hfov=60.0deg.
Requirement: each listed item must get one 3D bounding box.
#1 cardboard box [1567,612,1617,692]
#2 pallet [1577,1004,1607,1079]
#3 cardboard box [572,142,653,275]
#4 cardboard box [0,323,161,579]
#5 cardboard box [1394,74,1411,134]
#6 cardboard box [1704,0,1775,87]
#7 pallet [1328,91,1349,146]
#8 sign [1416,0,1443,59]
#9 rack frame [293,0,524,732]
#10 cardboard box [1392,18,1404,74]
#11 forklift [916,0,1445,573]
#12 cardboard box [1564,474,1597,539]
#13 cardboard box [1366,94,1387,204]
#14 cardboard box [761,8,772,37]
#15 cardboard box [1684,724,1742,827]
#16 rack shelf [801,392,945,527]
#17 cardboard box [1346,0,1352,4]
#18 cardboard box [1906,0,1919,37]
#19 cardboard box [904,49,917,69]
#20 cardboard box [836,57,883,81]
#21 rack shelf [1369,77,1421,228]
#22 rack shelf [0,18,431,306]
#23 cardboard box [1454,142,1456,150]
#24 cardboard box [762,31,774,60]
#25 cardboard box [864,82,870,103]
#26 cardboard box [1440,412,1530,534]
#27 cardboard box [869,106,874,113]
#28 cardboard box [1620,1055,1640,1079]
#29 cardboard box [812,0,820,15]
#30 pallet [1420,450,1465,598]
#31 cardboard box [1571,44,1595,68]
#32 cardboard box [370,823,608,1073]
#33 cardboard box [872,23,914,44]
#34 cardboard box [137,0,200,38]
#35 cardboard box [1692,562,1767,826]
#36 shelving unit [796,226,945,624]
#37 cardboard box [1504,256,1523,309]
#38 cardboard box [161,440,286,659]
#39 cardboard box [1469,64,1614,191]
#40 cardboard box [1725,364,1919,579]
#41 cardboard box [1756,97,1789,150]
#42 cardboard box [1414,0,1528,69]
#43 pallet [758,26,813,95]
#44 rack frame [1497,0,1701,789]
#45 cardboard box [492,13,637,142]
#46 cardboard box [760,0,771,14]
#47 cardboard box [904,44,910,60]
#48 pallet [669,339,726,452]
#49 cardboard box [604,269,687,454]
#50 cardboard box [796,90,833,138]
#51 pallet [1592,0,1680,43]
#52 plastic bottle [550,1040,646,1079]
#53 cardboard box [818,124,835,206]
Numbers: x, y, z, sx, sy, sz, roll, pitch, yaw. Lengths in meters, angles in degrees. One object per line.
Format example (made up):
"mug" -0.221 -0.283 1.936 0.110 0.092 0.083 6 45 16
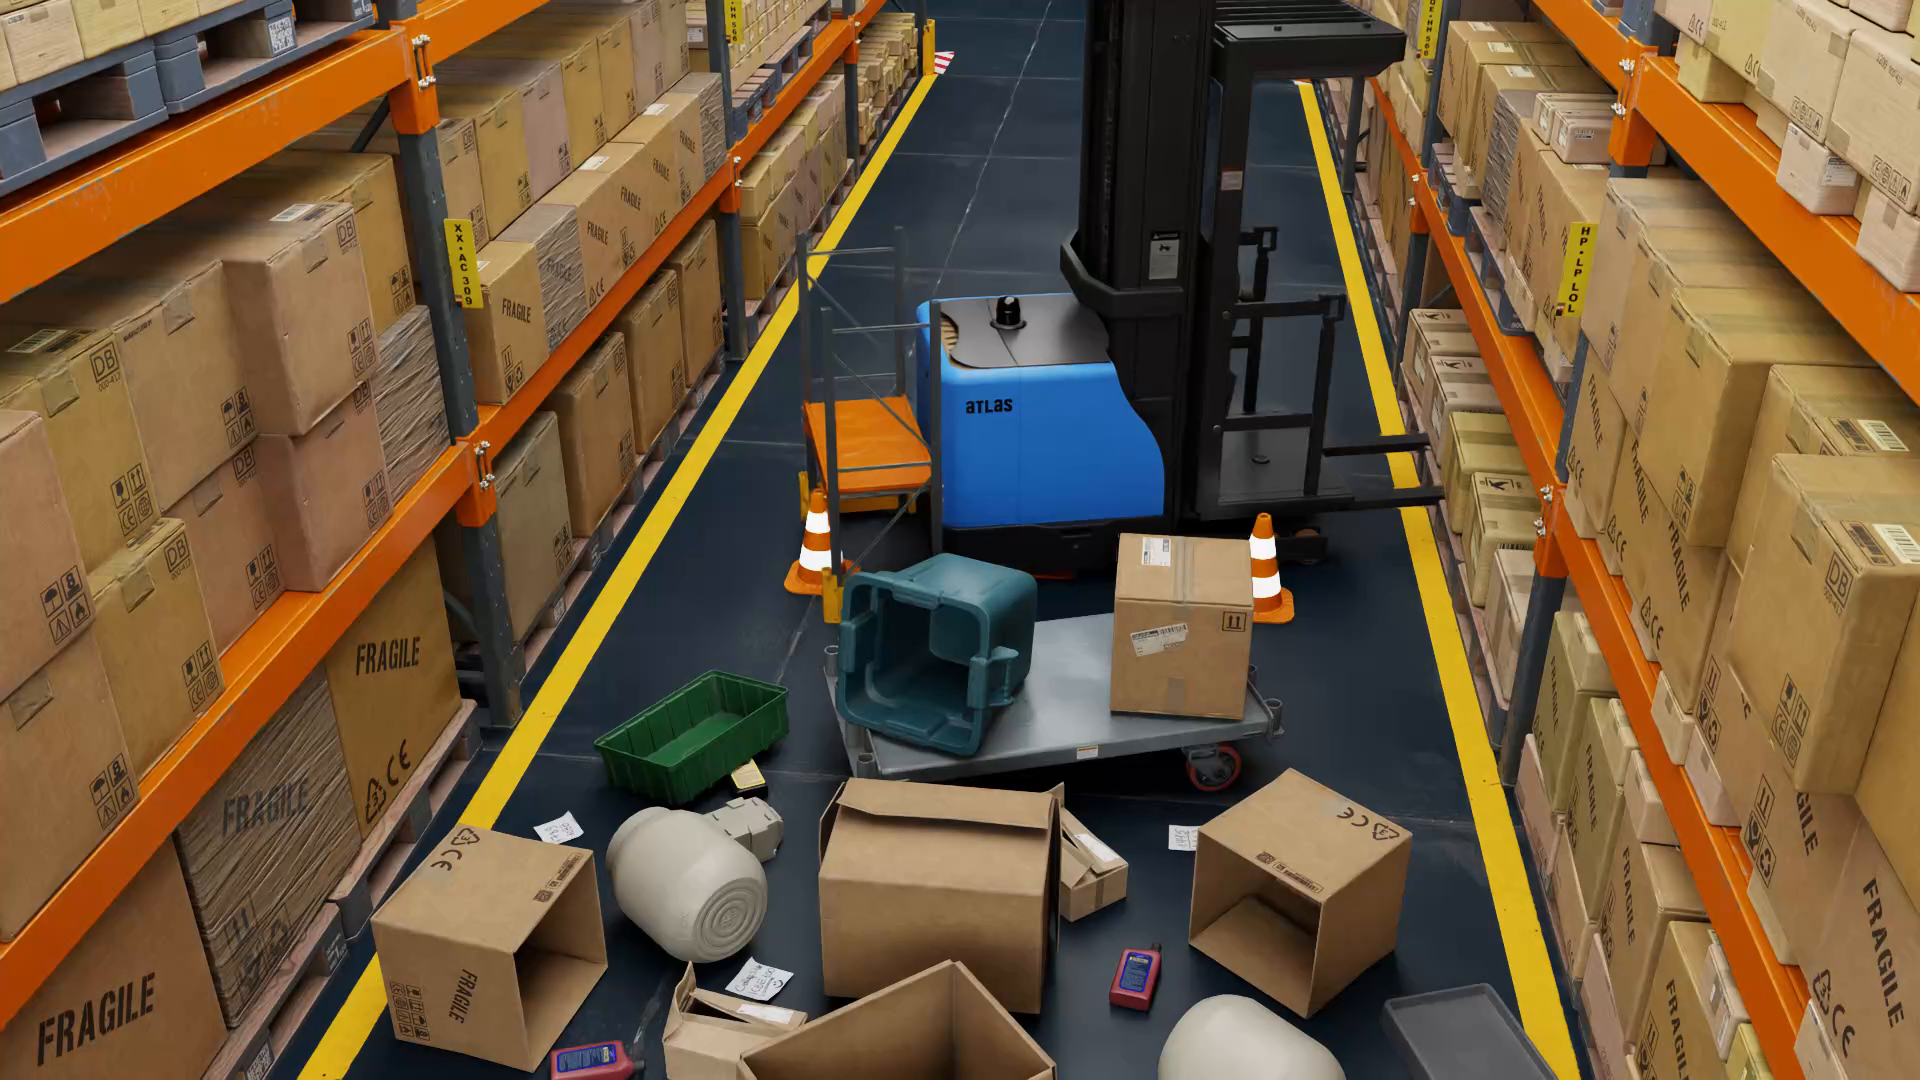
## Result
"cardboard box" 2.194 0.371 5.381 0.380 0.149 0.250 4 29 7
"pallet" 2.415 1.765 4.751 1.003 0.211 1.213 3 28 6
"cardboard box" -1.797 -1.584 7.923 0.500 0.500 0.500 4 29 7
"cardboard box" -2.607 -0.205 4.170 0.875 0.550 0.500 3 28 6
"cardboard box" 2.951 -2.668 10.197 0.500 0.250 0.500 4 29 7
"cardboard box" 2.230 -1.307 4.196 0.500 0.250 0.500 3 28 6
"pallet" 3.908 -3.824 15.125 1.003 0.211 1.213 3 28 6
"sign" 2.548 -2.780 9.026 0.100 0.325 0.005 3 28 6
"rack frame" -2.316 -0.597 6.195 1.000 3.000 0.127 3 28 6
"cardboard box" 3.008 -3.120 10.509 0.500 0.250 0.500 3 28 5
"forklift" 1.330 -1.405 7.767 3.031 2.935 1.130 -4 29 -7
"cardboard box" 2.253 -0.116 5.568 0.380 0.149 0.250 3 28 6
"cardboard box" 3.593 -3.075 12.593 0.875 0.875 0.875 4 29 8
"cardboard box" -1.444 -3.390 10.889 0.380 0.149 0.250 3 28 6
"cardboard box" 2.083 0.606 4.228 0.380 0.149 0.250 3 28 6
"rack shelf" -0.423 -0.394 7.779 0.538 0.185 1.000 -5 29 -9
"cardboard box" 3.450 -4.642 13.598 0.500 0.500 0.500 3 28 5
"cardboard box" 2.139 -1.052 3.301 0.380 0.149 0.250 4 29 7
"cardboard box" -0.634 -4.788 16.538 0.380 0.149 0.250 4 29 8
"cardboard box" -0.891 -4.191 14.803 0.380 0.149 0.250 4 29 7
"rack shelf" 3.345 -2.864 11.162 1.077 0.370 4.000 3 28 6
"rack shelf" -2.561 -0.659 3.906 1.077 0.370 4.000 3 28 6
"cardboard box" 2.807 -2.040 8.697 0.380 0.149 0.250 2 28 3
"cardboard box" -1.443 -3.258 10.958 0.380 0.149 0.250 4 29 8
"cardboard box" -1.001 -3.943 14.656 0.380 0.149 0.250 2 28 4
"cardboard box" 2.839 -0.298 7.967 0.950 0.372 0.625 4 29 8
"cardboard box" -0.960 -3.690 14.500 0.380 0.149 0.250 3 28 6
"cardboard box" 2.081 1.666 4.452 0.500 0.250 0.500 2 28 4
"cardboard box" -1.251 -3.999 12.332 0.380 0.149 0.250 3 28 6
"pallet" 2.850 -0.071 8.160 1.003 0.211 1.213 3 28 6
"cardboard box" 3.267 -2.125 8.170 0.500 0.500 0.500 3 28 5
"cardboard box" -1.487 1.293 5.320 0.500 0.500 0.500 8 29 15
"cardboard box" -0.652 -4.929 16.172 0.380 0.149 0.250 3 28 5
"cardboard box" -2.167 -1.367 4.179 0.380 0.149 0.250 4 29 7
"cardboard box" 2.124 0.372 3.978 0.500 0.500 0.500 4 29 7
"shelving unit" -0.424 -0.556 7.701 0.587 1.500 1.083 -5 29 -9
"cardboard box" 2.472 -1.056 6.869 0.380 0.149 0.250 4 29 7
"cardboard box" -2.577 0.019 4.893 0.875 0.550 0.550 3 28 6
"cardboard box" 2.699 -1.905 7.761 0.500 0.500 0.500 4 29 7
"cardboard box" 2.194 -0.052 3.712 0.700 0.500 0.500 3 28 6
"cardboard box" 2.249 -1.075 4.186 0.380 0.149 0.250 4 29 8
"cardboard box" 2.903 -2.982 9.463 0.500 0.500 0.500 3 28 5
"pallet" -1.624 -3.329 11.469 1.003 0.211 1.213 3 28 6
"rack frame" 2.609 -0.356 5.749 1.000 3.000 0.127 3 28 6
"cardboard box" -2.012 -2.273 8.147 0.700 0.500 0.500 3 28 5
"cardboard box" -1.448 -3.516 10.808 0.380 0.149 0.250 5 29 9
"cardboard box" -0.689 -4.796 16.239 0.380 0.149 0.250 2 28 4
"pallet" -1.997 -0.885 9.670 1.003 0.211 1.213 3 28 6
"cardboard box" -2.093 -0.981 8.837 1.050 0.750 0.750 4 29 7
"cardboard box" -1.252 -3.170 12.374 0.500 0.250 0.500 5 29 9
"pallet" 2.791 -1.879 5.610 1.213 0.211 1.003 3 28 6
"plastic bottle" -1.124 1.627 5.165 0.283 0.061 0.133 -6 29 -11
"cardboard box" -1.239 -2.842 12.556 0.500 0.500 0.500 3 28 5
